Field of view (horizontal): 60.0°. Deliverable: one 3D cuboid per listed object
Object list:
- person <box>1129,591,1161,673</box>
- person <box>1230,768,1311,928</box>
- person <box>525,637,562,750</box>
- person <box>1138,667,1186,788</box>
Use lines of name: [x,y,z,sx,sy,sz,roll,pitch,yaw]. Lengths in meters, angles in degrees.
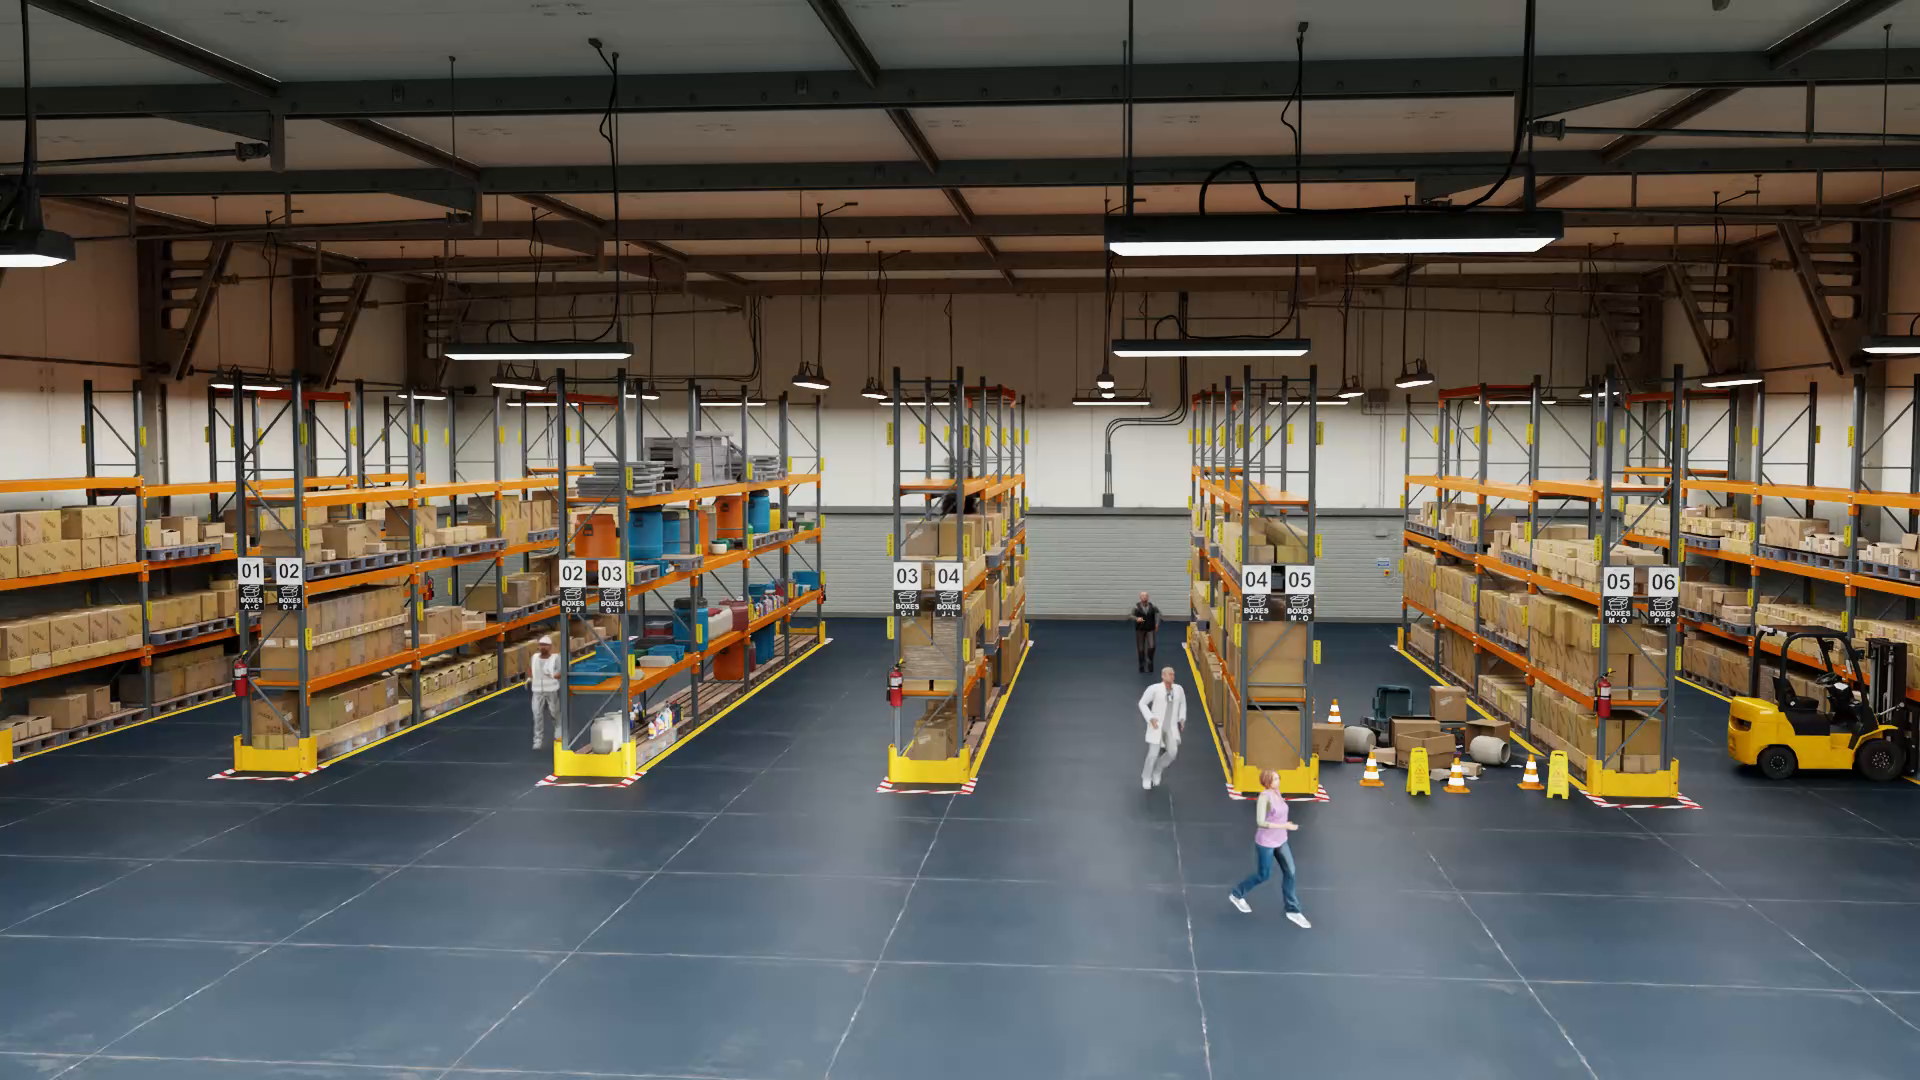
person: [3.926,1.953,35.246,0.693,1.729,0.669,0,4,1]
person: [3.193,3.138,17.115,0.868,1.610,0.545,3,5,40]
person: [-6.663,2.432,26.742,0.691,1.762,0.994,0,4,2]
person: [2.925,2.769,23.709,0.773,1.530,0.580,-1,4,-13]
